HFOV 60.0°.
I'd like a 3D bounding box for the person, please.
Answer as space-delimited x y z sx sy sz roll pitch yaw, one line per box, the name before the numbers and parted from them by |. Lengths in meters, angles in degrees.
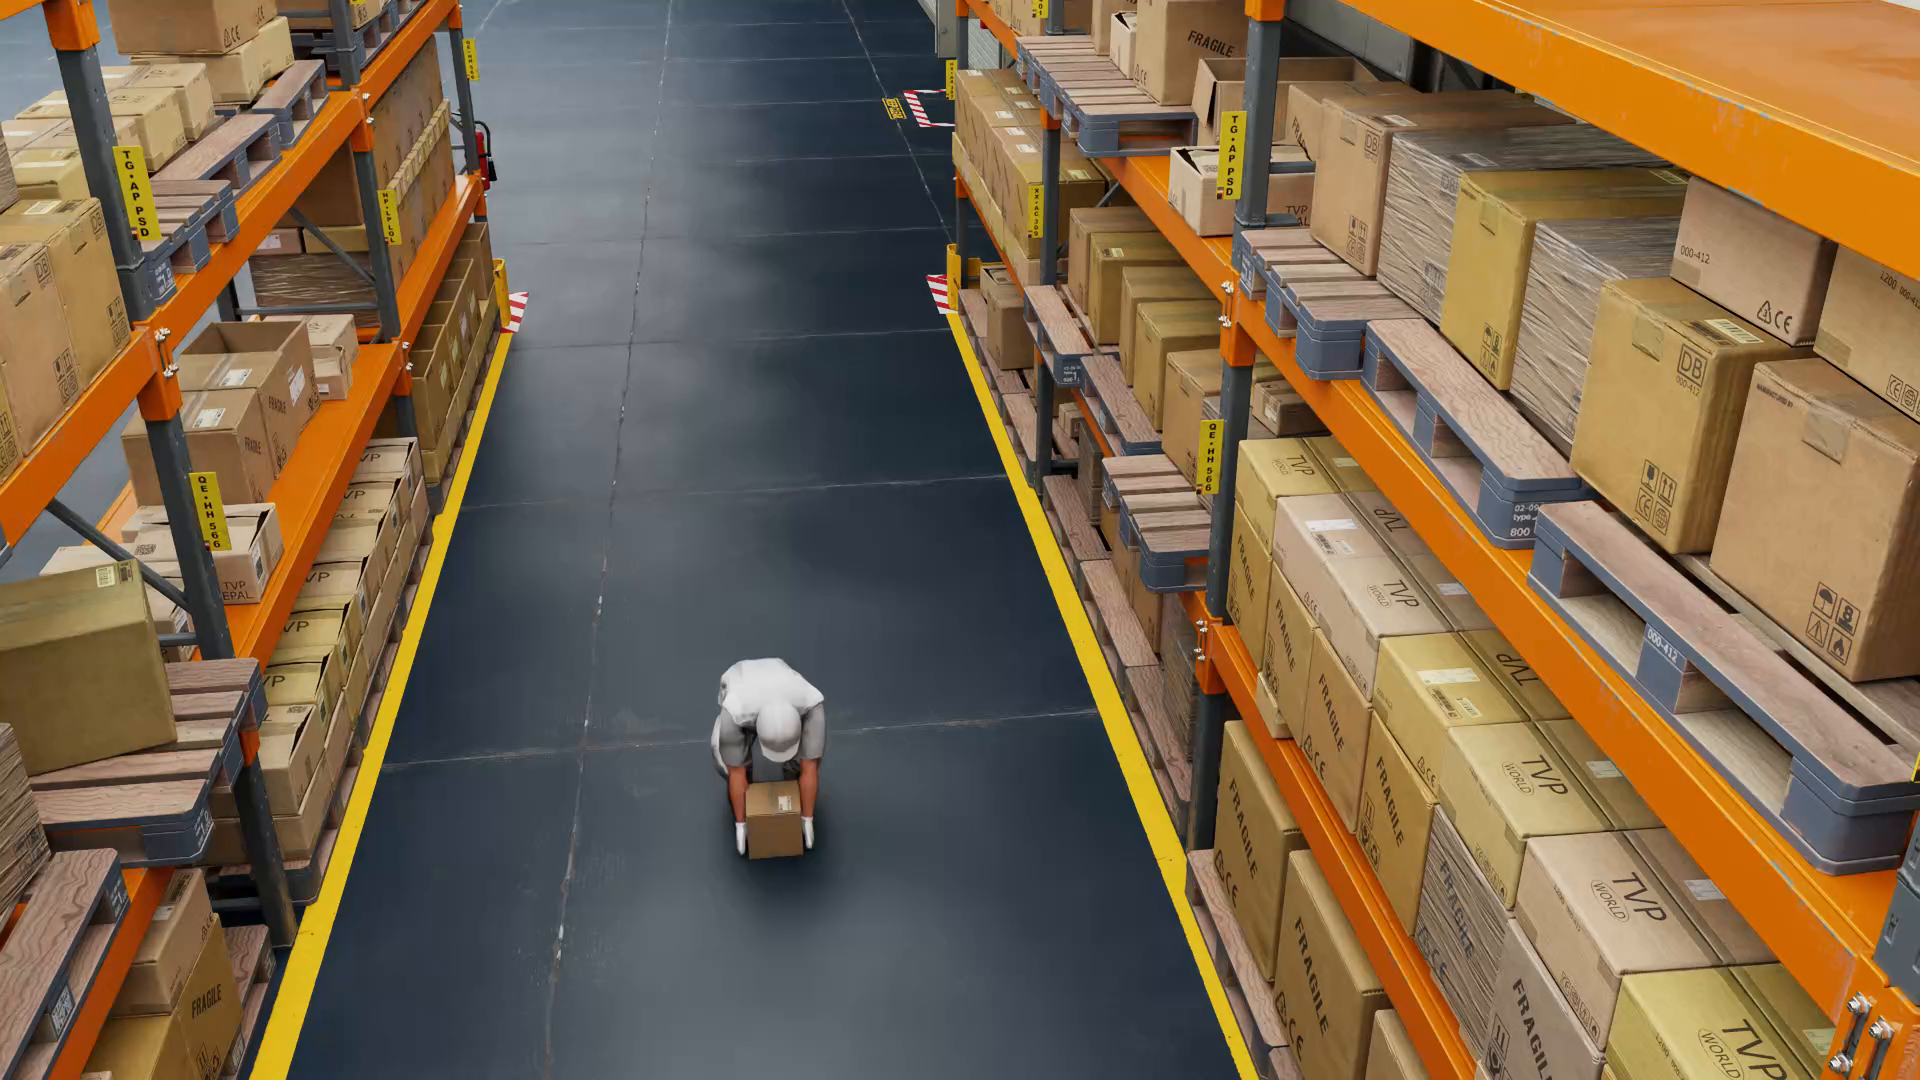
person | -0.910 0.967 7.905 0.547 0.877 0.923 -4 27 -8
